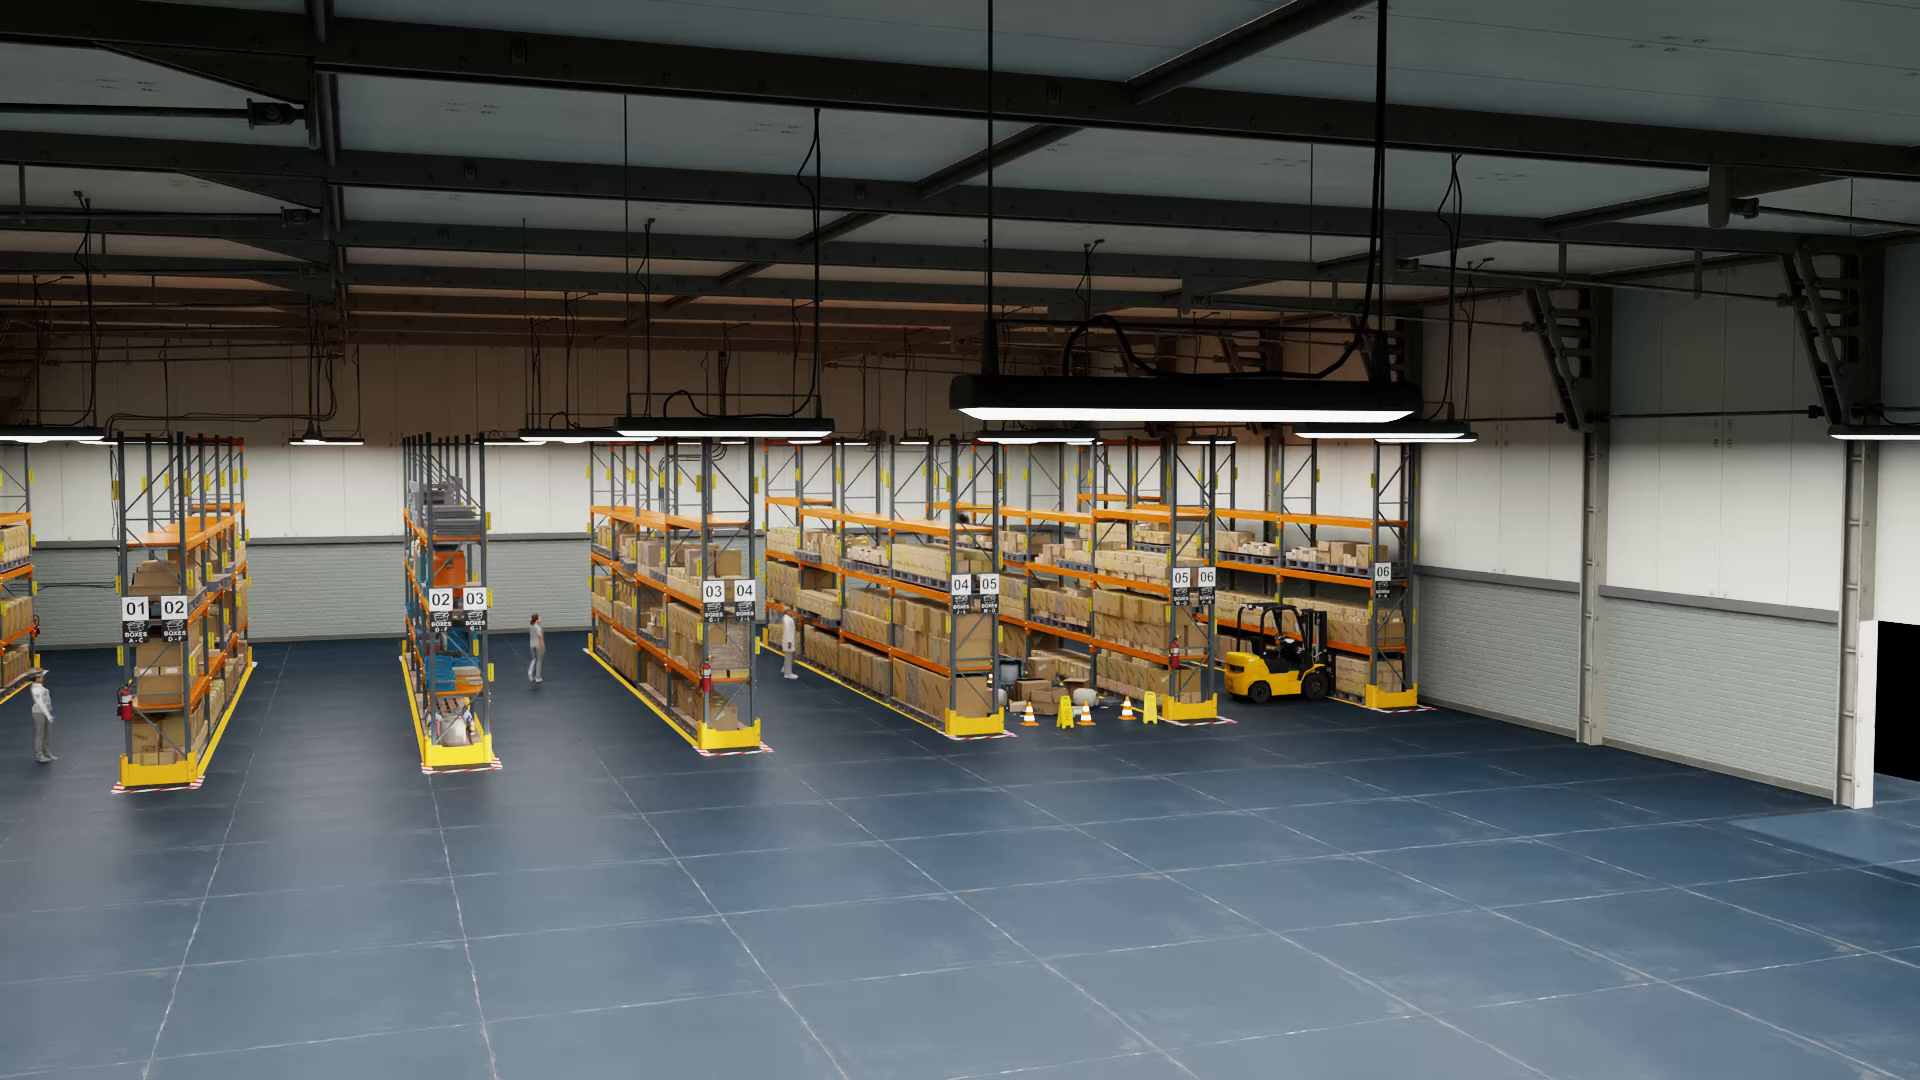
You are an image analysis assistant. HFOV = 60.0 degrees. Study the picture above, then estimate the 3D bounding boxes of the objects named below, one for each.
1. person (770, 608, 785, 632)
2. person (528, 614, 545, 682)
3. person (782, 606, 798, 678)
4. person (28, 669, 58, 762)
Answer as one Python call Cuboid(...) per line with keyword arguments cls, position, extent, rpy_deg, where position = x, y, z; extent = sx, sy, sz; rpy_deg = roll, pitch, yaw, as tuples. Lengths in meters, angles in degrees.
Cuboid(cls="person", position=(-5.528, 2.092, 50.407), extent=(0.505, 1.699, 0.428), rpy_deg=(-2, 4, -26))
Cuboid(cls="person", position=(-10.338, 2.627, 40.567), extent=(0.443, 1.664, 0.484), rpy_deg=(1, 3, 20))
Cuboid(cls="person", position=(-4.251, 2.556, 41.456), extent=(0.445, 1.817, 0.649), rpy_deg=(0, 3, -2))
Cuboid(cls="person", position=(-16.742, 3.215, 30.397), extent=(0.497, 1.709, 0.556), rpy_deg=(0, 3, -2))
